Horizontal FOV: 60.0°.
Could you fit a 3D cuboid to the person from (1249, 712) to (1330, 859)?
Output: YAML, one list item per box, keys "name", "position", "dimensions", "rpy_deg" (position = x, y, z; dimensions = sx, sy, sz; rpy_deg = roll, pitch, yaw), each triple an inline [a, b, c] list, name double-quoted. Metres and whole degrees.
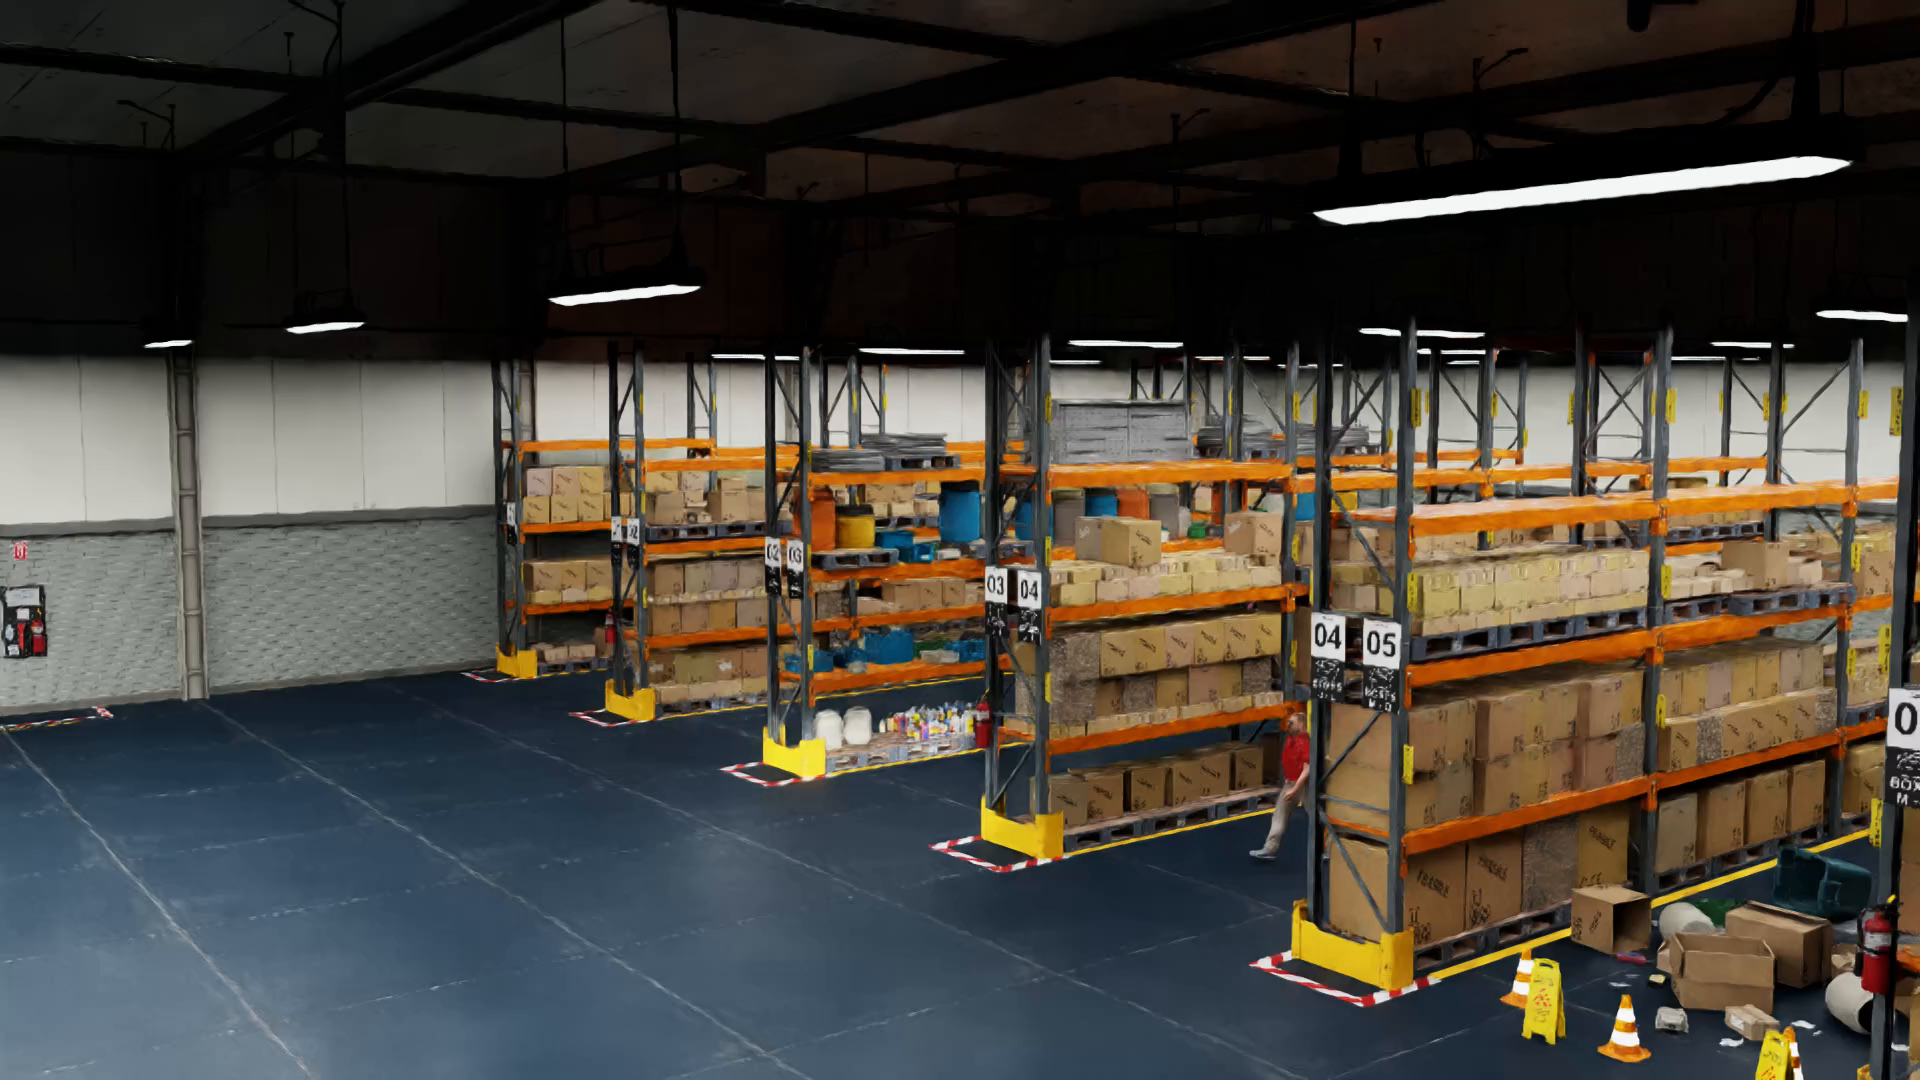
- name: "person"
  position: [3.731, 2.713, 18.316]
  dimensions: [1.041, 1.657, 0.534]
  rpy_deg: [-3, 6, -27]
